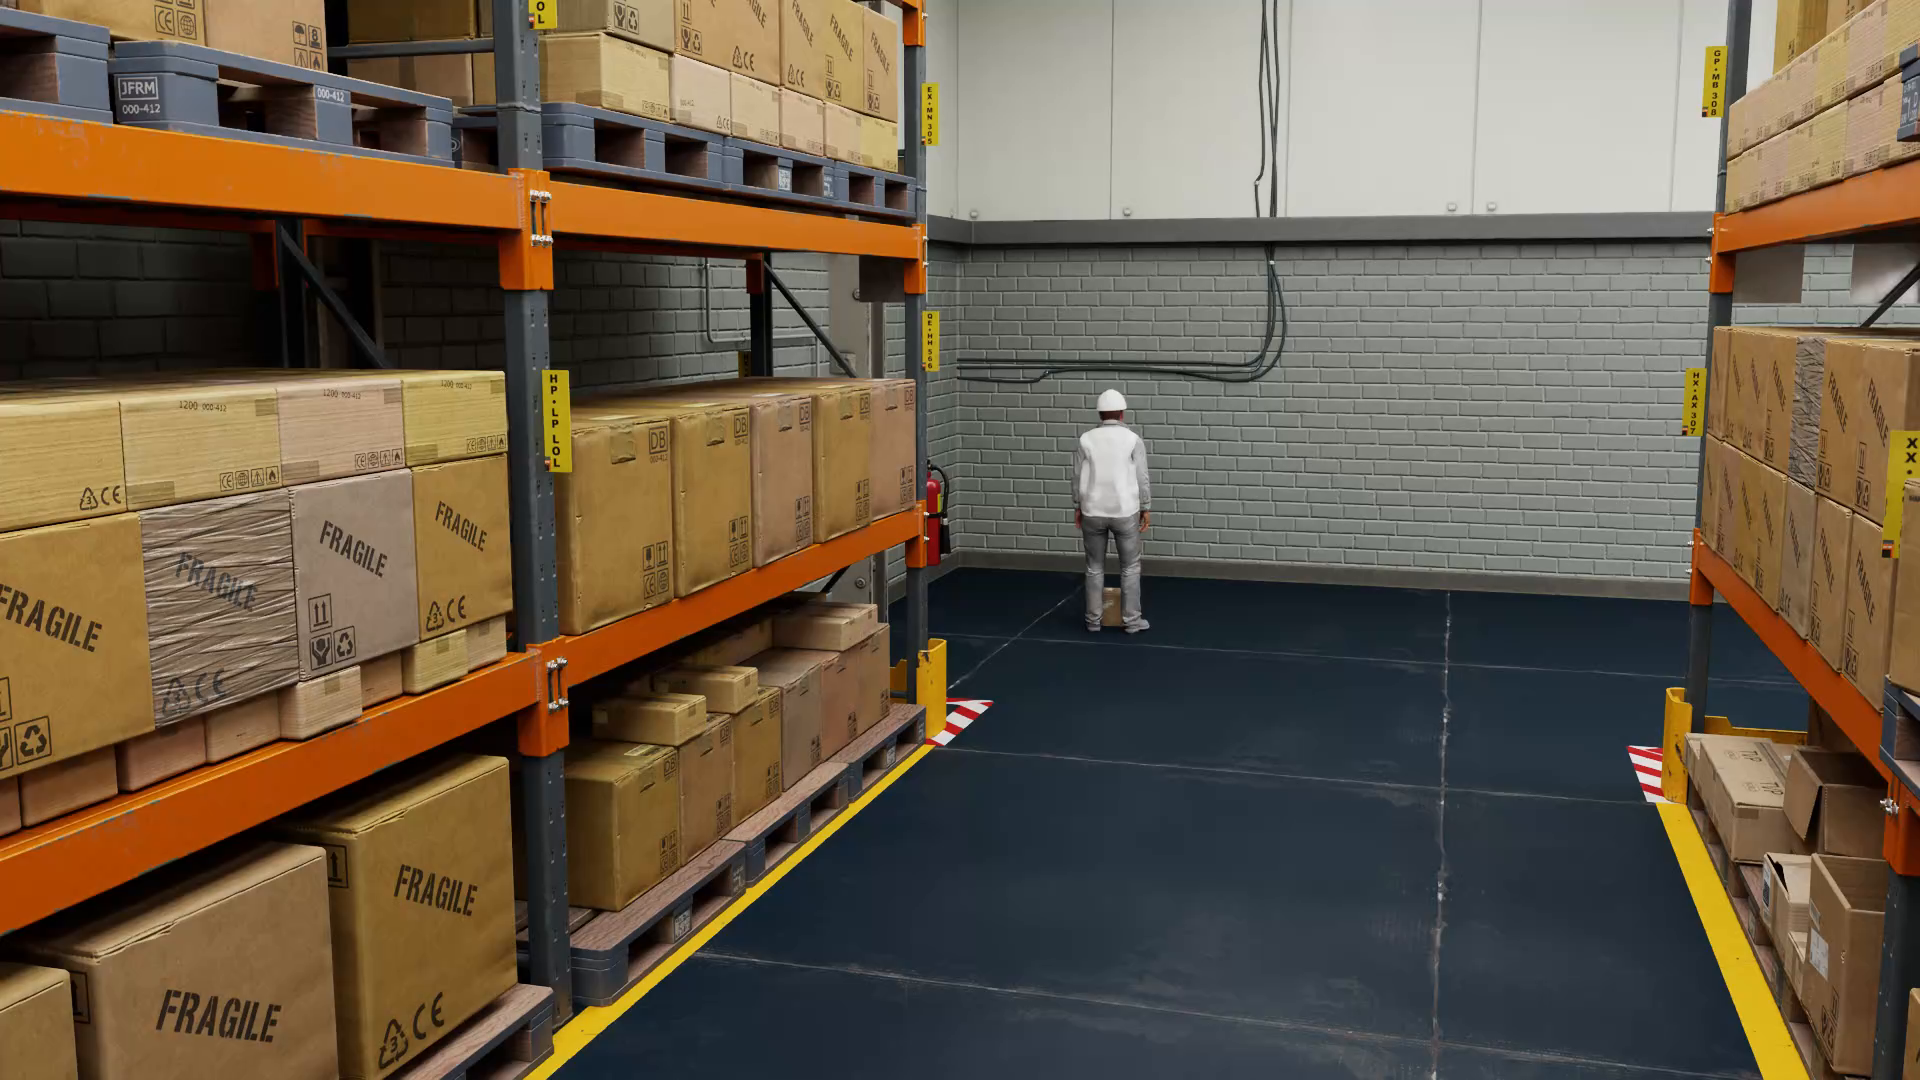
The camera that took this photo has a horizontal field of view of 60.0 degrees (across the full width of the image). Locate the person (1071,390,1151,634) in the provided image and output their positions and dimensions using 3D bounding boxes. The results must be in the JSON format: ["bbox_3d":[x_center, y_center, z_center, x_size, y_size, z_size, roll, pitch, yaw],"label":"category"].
[{"bbox_3d":[1.109,-0.212,12.196,0.581,1.771,0.464,2,9,16],"label":"person"}]
